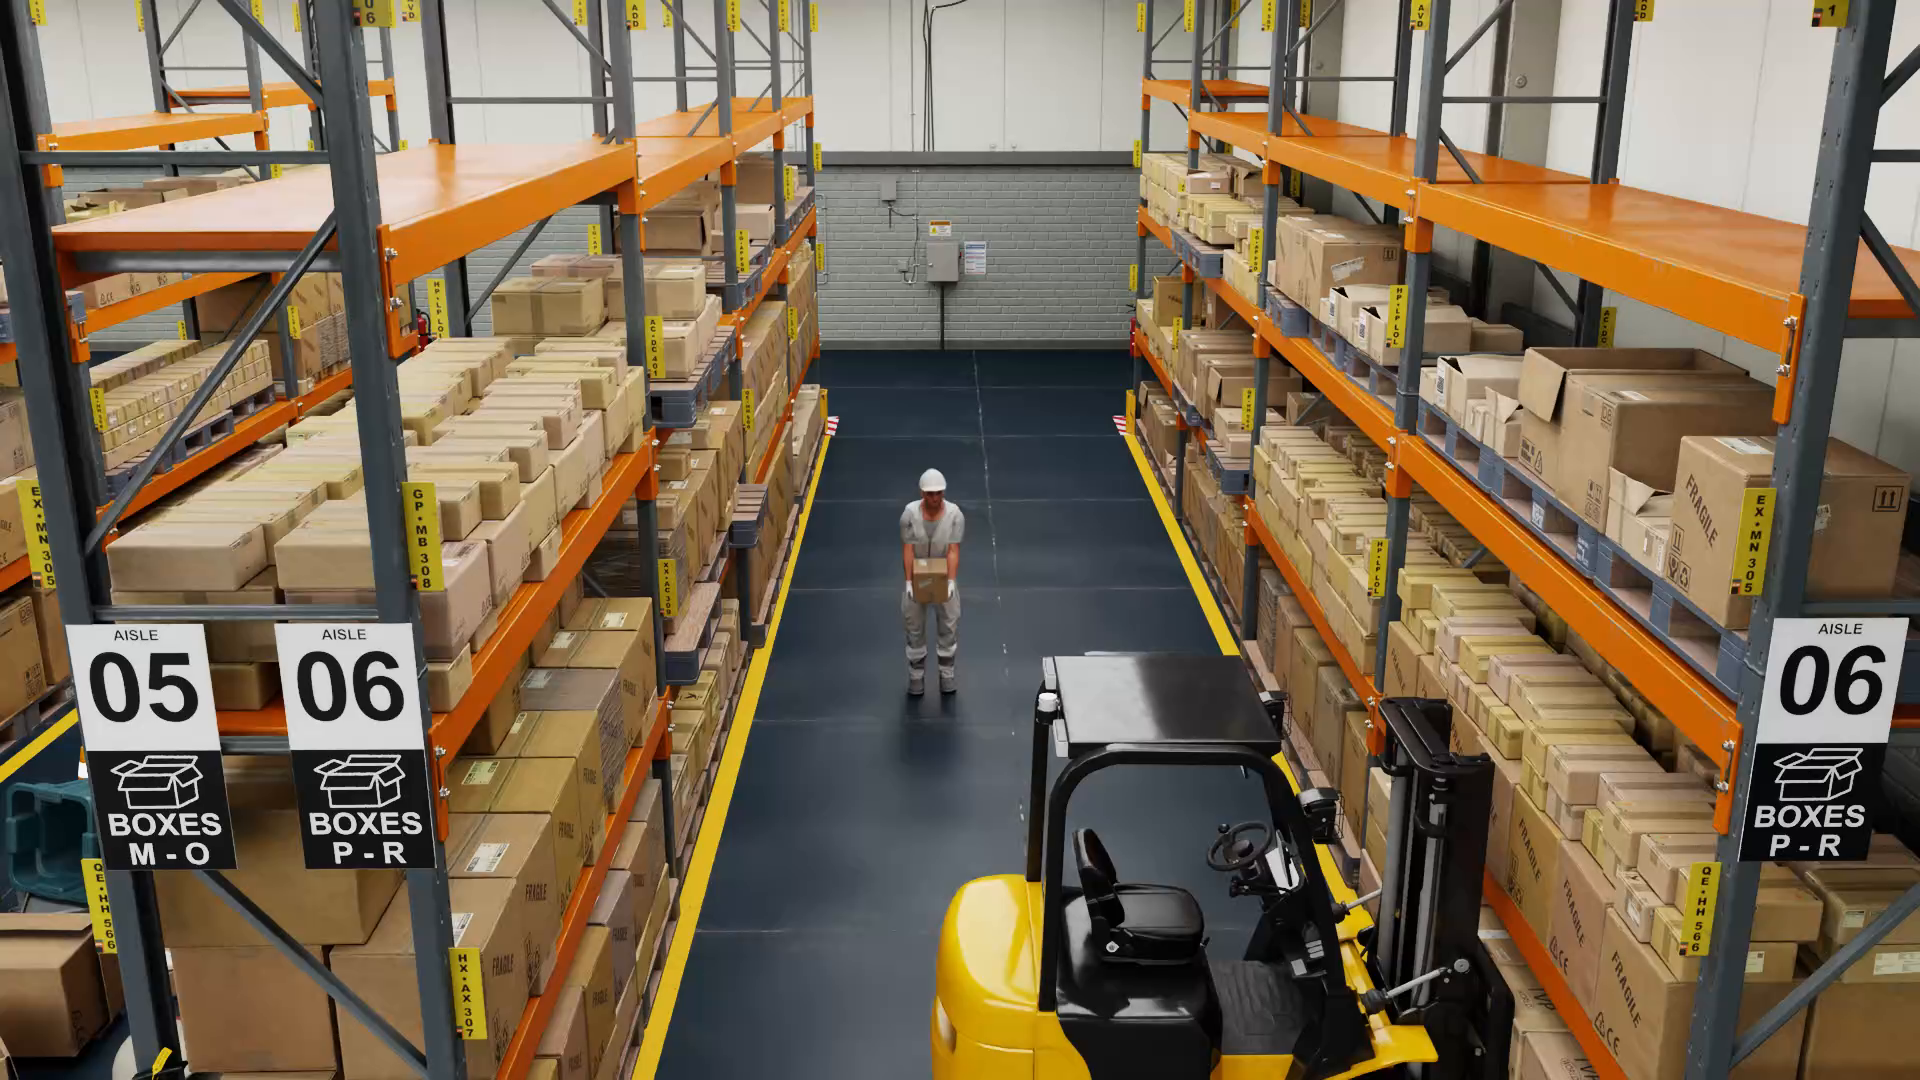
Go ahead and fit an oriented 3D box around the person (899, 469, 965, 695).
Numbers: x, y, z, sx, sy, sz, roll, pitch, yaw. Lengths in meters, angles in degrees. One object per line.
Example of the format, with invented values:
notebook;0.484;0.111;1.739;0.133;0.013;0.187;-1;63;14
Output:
person;-0.209;0.315;12.516;0.491;1.760;0.583;-1;17;-2
